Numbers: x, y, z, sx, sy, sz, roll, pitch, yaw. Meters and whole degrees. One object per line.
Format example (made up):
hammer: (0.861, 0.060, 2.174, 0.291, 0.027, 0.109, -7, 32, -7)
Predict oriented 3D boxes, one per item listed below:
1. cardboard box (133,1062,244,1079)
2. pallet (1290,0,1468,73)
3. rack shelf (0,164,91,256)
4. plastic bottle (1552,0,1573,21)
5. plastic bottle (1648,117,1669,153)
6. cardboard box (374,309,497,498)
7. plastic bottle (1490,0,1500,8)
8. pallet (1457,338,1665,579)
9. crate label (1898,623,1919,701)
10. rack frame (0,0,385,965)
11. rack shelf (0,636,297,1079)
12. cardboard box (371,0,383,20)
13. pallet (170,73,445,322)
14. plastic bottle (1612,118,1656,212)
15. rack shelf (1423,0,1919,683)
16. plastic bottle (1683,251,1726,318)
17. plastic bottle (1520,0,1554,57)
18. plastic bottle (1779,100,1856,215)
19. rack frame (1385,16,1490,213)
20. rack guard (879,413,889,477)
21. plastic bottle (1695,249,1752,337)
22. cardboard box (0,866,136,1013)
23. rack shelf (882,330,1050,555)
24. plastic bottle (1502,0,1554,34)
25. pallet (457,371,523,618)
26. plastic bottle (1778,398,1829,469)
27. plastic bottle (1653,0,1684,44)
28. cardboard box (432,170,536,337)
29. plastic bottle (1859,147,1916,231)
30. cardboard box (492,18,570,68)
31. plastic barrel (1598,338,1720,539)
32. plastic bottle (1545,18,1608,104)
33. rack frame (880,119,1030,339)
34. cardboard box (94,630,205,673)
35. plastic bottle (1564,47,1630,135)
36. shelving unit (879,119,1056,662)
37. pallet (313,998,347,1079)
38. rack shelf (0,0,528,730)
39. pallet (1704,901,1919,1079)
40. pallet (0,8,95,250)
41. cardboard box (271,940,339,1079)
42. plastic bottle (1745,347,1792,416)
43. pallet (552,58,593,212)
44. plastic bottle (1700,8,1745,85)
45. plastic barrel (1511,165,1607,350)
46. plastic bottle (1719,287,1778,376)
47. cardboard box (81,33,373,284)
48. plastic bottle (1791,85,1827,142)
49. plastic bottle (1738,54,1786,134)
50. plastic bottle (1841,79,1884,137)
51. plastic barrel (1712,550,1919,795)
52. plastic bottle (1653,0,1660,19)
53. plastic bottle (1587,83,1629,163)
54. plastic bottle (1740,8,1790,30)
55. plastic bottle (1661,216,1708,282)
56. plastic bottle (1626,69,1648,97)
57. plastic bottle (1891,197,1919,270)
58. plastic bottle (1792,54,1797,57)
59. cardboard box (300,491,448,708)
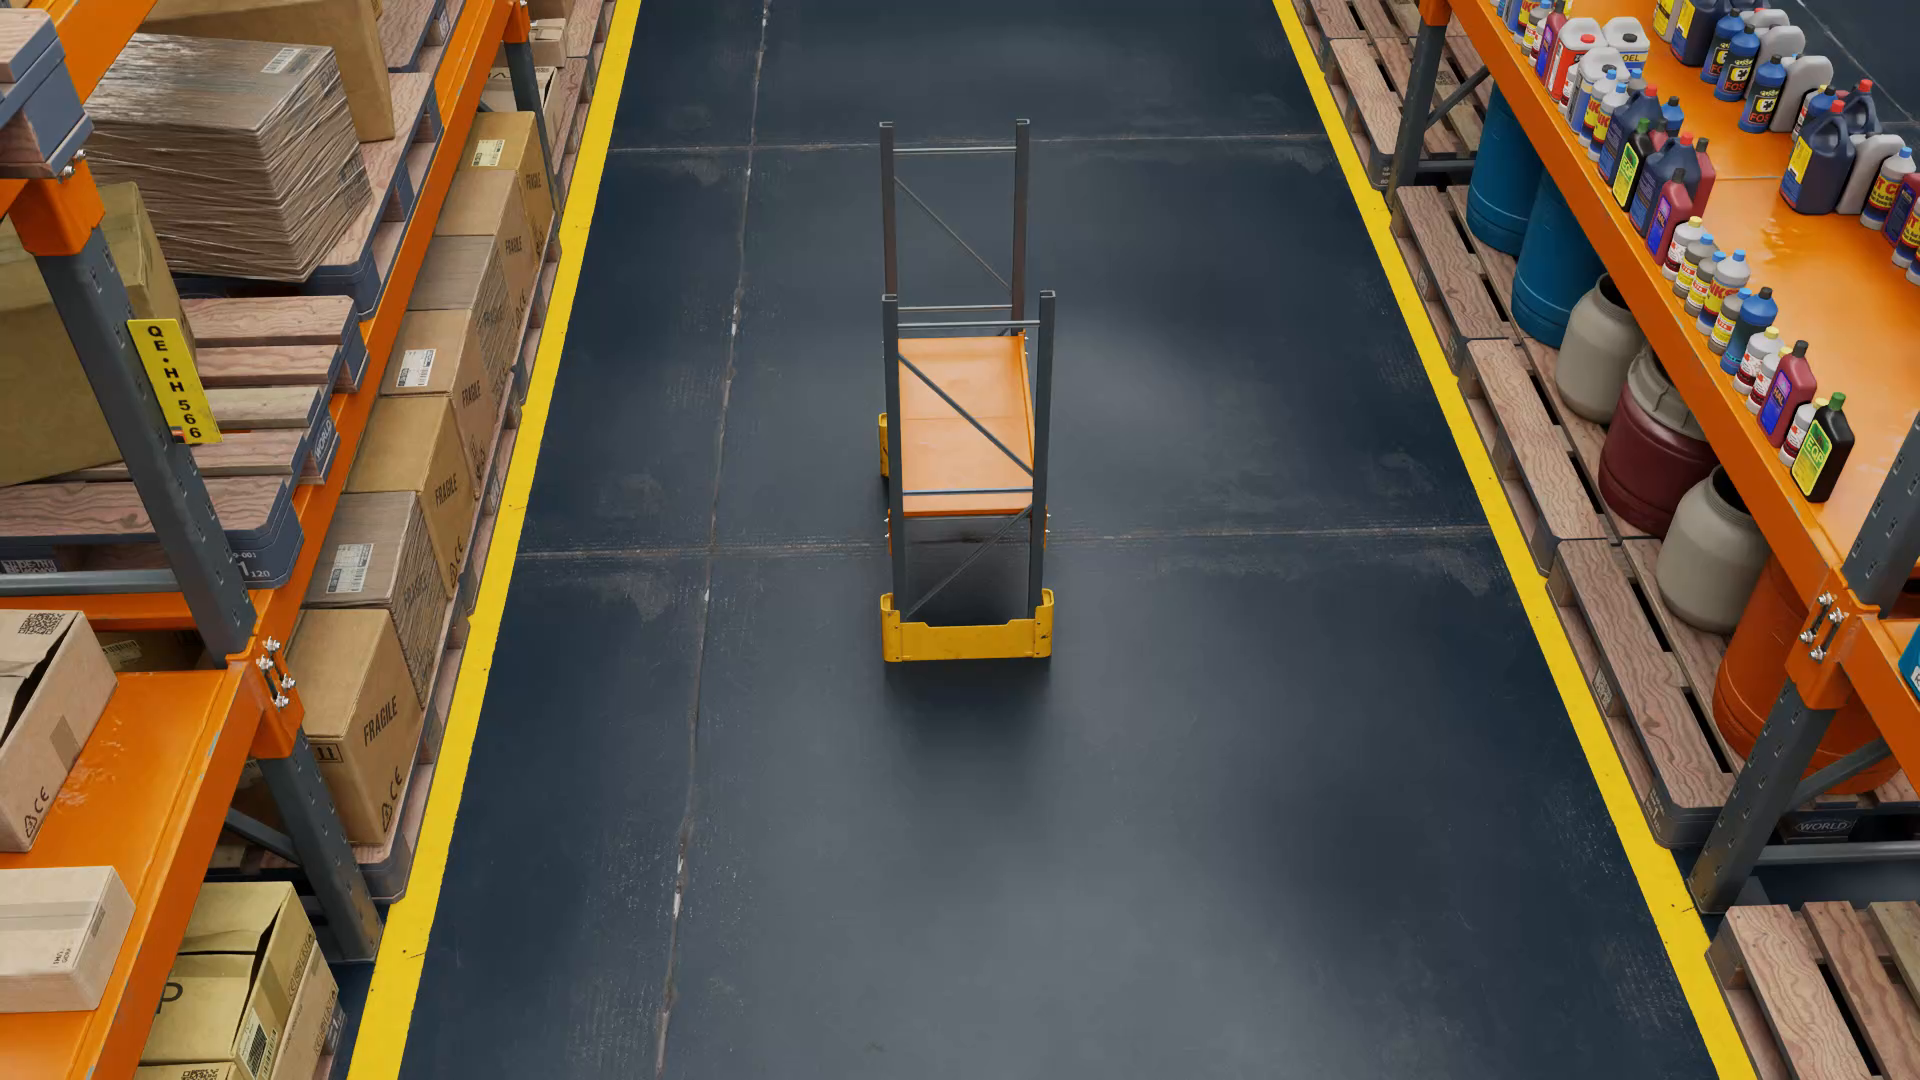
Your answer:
cardboard box: (-1.925, 1.461, 3.745, 0.500, 0.311, 0.500, -2, 43, -2)
pallet: (2.433, -3.021, 9.390, 1.003, 0.211, 1.213, -2, 43, -2)
rack shelf: (-2.136, 0.621, 1.665, 1.077, 0.370, 4.000, -2, 43, -2)
plastic bottle: (2.336, -2.101, 6.469, 0.097, 0.201, 0.097, 0, 43, 0)
plastic bottle: (2.283, -1.234, 5.463, 0.061, 0.283, 0.133, -2, 43, -2)
cardboard box: (-2.027, -0.489, 6.088, 0.500, 0.500, 0.500, -3, 43, -3)
plastic bottle: (2.176, -2.228, 6.608, 0.097, 0.201, 0.097, 0, 43, 0)
pallet: (2.604, -0.353, 6.479, 1.003, 0.211, 1.213, -2, 43, -2)
crate label: (2.371, 0.329, 3.795, 0.303, 0.233, 0.416, -2, 43, -2)
rack frame: (-2.221, 0.112, 3.908, 1.000, 3.000, 0.127, -2, 43, -2)
rack shelf: (-2.136, 1.727, 2.678, 1.077, 0.370, 4.000, -2, 43, -2)
cardboard box: (-2.502, -1.992, 5.818, 0.700, 0.500, 0.500, 5, 43, 5)
pallet: (-2.309, -1.130, 5.405, 1.003, 0.211, 1.213, -2, 43, -2)
plastic bottle: (2.222, -1.232, 5.461, 0.061, 0.283, 0.133, -2, 43, -2)
rack shelf: (2.643, -1.113, 5.777, 1.077, 0.370, 4.000, -2, 43, -2)
plastic bottle: (2.267, -0.778, 5.026, 0.097, 0.201, 0.097, 0, 43, 0)
plastic bottle: (2.194, -1.940, 6.294, 0.097, 0.201, 0.097, 0, 43, 0)
plastic bottle: (2.824, -1.260, 5.441, 0.144, 0.351, 0.185, -2, 43, -2)
rack frame: (2.558, -2.728, 7.007, 1.000, 3.000, 0.127, -2, 43, -2)
rack guard: (-0.018, -0.377, 6.476, 0.587, 0.250, 0.087, -2, 43, -2)
plastic bottle: (2.271, -0.739, 4.931, 0.097, 0.271, 0.097, 0, 43, 0)
cardboard box: (-1.907, 0.803, 3.340, 0.380, 0.149, 0.250, -2, 43, -2)
rack shelf: (0.004, -0.363, 5.802, 0.538, 0.185, 1.000, -2, 43, -2)
plastic bottle: (2.212, -2.112, 6.426, 0.152, 0.276, 0.135, -2, 43, -2)
pallet: (-2.264, -0.187, 6.298, 1.003, 0.211, 1.213, -2, 43, -2)
plastic bottle: (2.298, -0.294, 4.498, 0.097, 0.201, 0.097, 0, 43, 0)
plastic bottle: (2.780, -2.095, 6.352, 0.144, 0.351, 0.185, -2, 43, -2)
cardboard box: (-2.071, -1.171, 6.832, 0.500, 0.500, 0.500, -2, 43, -2)
plastic bottle: (3.006, -1.141, 5.370, 0.097, 0.271, 0.097, 0, 43, 0)
cardboard box: (-2.240, -2.580, 8.616, 0.380, 0.166, 0.250, -2, 43, -2)
plastic barrel: (2.642, -0.386, 5.925, 0.600, 0.588, 0.708, -2, 43, -2)
plastic bottle: (2.236, -1.734, 6.014, 0.152, 0.276, 0.135, -2, 43, -2)
rack frame: (-0.018, -0.838, 6.055, 0.500, 1.500, 0.032, -2, 43, -2)
cardboard box: (-2.496, 0.246, 5.286, 0.500, 0.500, 0.500, 0, 43, 0)
plastic bottle: (2.246, -1.578, 5.843, 0.152, 0.276, 0.135, -2, 43, -2)
shelving unit: (0.003, -0.501, 5.687, 0.587, 1.500, 1.083, -2, 43, -2)
pallet: (-2.225, 1.696, 4.243, 1.003, 0.211, 1.213, -2, 43, -2)
rack shelf: (-2.306, -0.973, 5.624, 1.077, 0.370, 4.000, -2, 43, -2)
pallet: (2.722, 1.524, 4.431, 1.003, 0.211, 1.213, -2, 43, -2)
pallet: (-2.103, -0.469, 2.462, 1.213, 0.211, 1.003, 0, 43, 0)
cardboard box: (-1.955, 1.319, 4.316, 0.500, 0.250, 0.500, -1, 43, -1)
plastic bottle: (2.288, -0.450, 4.668, 0.097, 0.201, 0.097, 0, 43, 0)
pallet: (-2.419, -2.024, 8.303, 1.003, 0.211, 1.213, -2, 43, -2)
plastic bottle: (2.811, -1.821, 6.112, 0.097, 0.271, 0.097, 0, 43, 0)
plastic barrel: (2.594, -1.264, 6.651, 0.600, 0.901, 0.708, -2, 43, -2)
plastic bottle: (2.279, -0.607, 4.788, 0.097, 0.271, 0.097, 0, 43, 0)
cardboard box: (-2.209, -1.125, 4.873, 0.700, 0.500, 0.500, 6, 43, 6)
plastic bottle: (2.982, -1.486, 5.799, 0.097, 0.201, 0.097, 0, 43, 0)
plastic bottle: (2.826, -1.574, 5.842, 0.097, 0.271, 0.097, 0, 43, 0)
plastic bottle: (2.971, -1.355, 5.545, 0.144, 0.351, 0.185, -2, 43, -2)
plastic barrel: (2.690, 0.287, 5.012, 0.600, 0.830, 0.708, -2, 43, -2)
plastic bottle: (2.789, -2.136, 6.507, 0.097, 0.201, 0.097, 0, 43, 0)
plastic bottle: (2.228, -1.431, 5.687, 0.097, 0.271, 0.097, 0, 43, 0)
plastic bottle: (2.934, -1.839, 6.128, 0.152, 0.276, 0.135, -2, 43, -2)
plastic bottle: (2.259, -0.910, 5.170, 0.097, 0.201, 0.097, 0, 43, 0)
plastic bottle: (2.370, -1.566, 5.886, 0.097, 0.201, 0.097, 0, 43, 0)
plastic bottle: (3.015, -0.985, 5.200, 0.097, 0.271, 0.097, 0, 43, 0)
plastic bottle: (2.972, -1.643, 5.970, 0.097, 0.201, 0.097, 0, 43, 0)
cardboard box: (-1.983, 0.202, 5.334, 0.500, 0.500, 0.500, -3, 43, -3)
